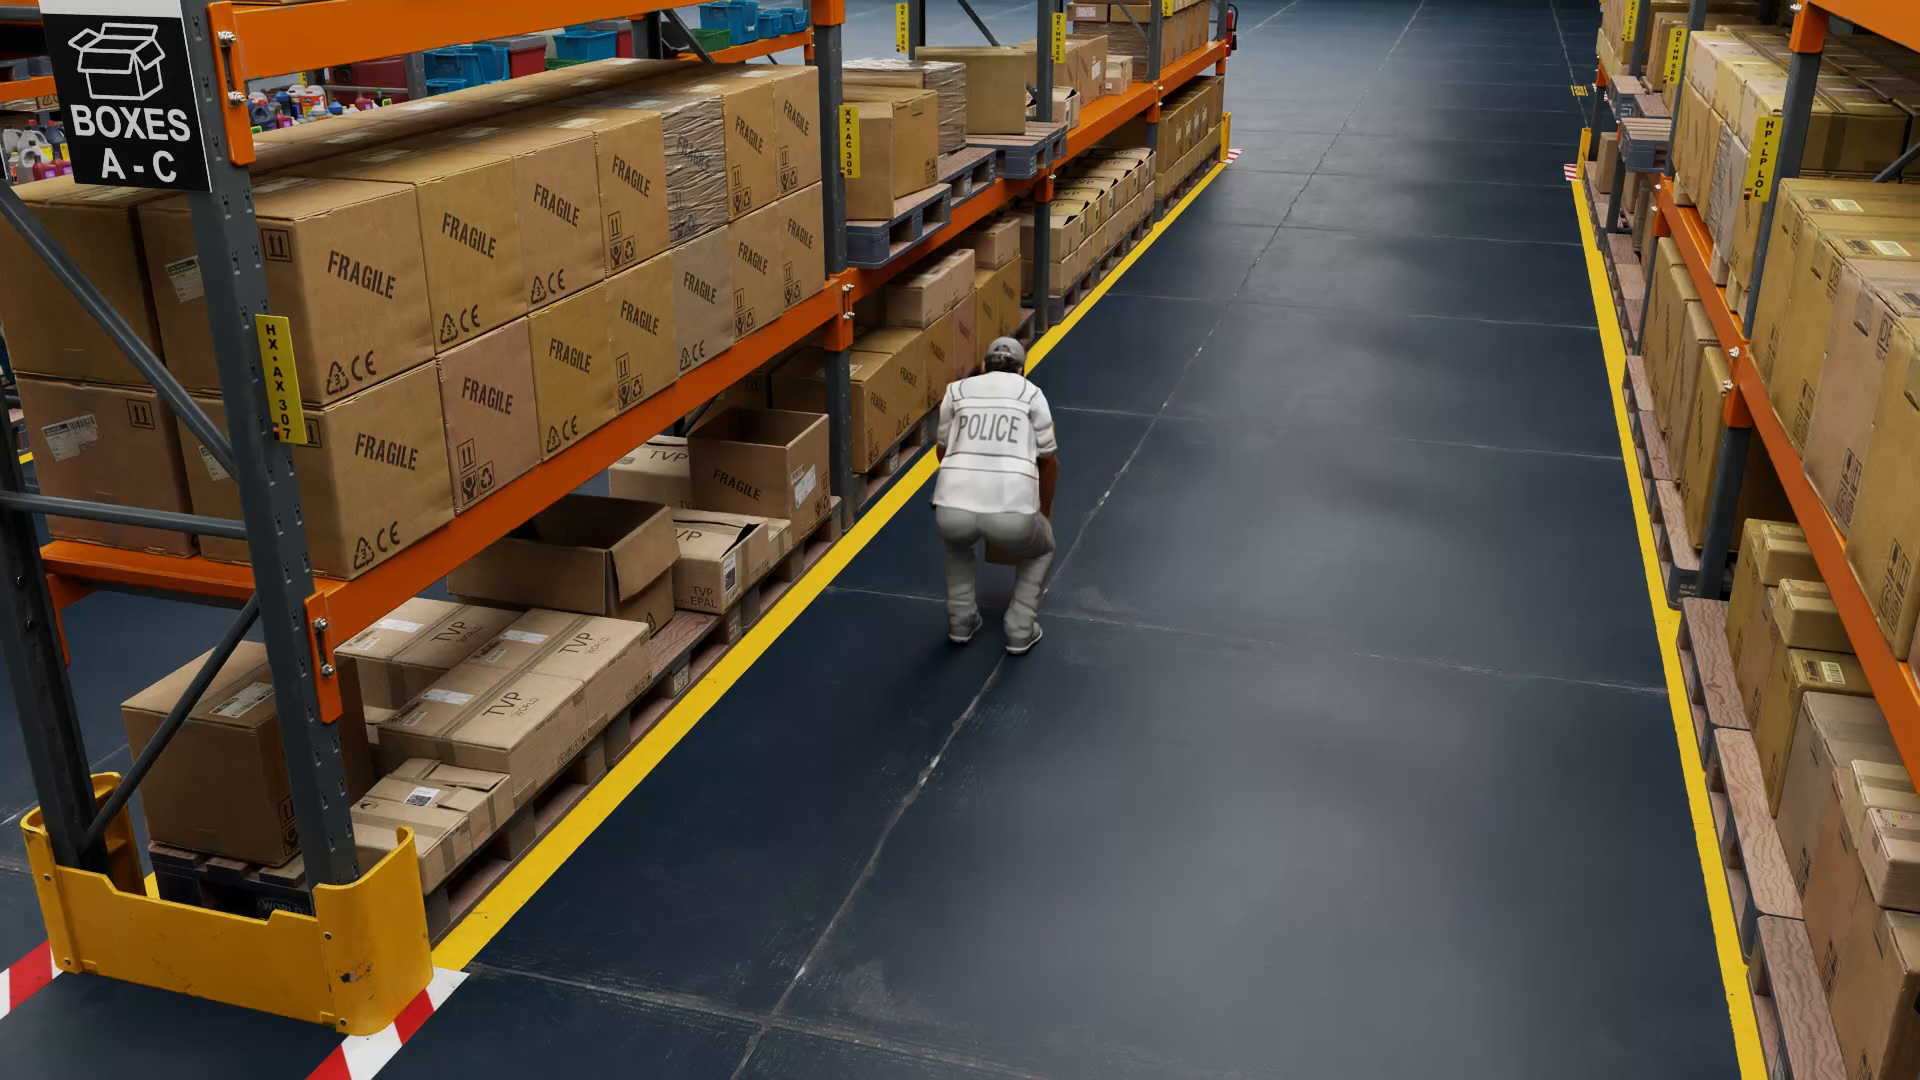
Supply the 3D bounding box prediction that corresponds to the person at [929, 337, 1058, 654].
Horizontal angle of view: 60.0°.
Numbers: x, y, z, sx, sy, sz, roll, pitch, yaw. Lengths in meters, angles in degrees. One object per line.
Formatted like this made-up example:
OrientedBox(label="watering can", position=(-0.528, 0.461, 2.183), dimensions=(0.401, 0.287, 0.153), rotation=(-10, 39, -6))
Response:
OrientedBox(label="person", position=(0.127, -0.178, 7.063), dimensions=(0.538, 1.268, 0.783), rotation=(6, 23, 15))
